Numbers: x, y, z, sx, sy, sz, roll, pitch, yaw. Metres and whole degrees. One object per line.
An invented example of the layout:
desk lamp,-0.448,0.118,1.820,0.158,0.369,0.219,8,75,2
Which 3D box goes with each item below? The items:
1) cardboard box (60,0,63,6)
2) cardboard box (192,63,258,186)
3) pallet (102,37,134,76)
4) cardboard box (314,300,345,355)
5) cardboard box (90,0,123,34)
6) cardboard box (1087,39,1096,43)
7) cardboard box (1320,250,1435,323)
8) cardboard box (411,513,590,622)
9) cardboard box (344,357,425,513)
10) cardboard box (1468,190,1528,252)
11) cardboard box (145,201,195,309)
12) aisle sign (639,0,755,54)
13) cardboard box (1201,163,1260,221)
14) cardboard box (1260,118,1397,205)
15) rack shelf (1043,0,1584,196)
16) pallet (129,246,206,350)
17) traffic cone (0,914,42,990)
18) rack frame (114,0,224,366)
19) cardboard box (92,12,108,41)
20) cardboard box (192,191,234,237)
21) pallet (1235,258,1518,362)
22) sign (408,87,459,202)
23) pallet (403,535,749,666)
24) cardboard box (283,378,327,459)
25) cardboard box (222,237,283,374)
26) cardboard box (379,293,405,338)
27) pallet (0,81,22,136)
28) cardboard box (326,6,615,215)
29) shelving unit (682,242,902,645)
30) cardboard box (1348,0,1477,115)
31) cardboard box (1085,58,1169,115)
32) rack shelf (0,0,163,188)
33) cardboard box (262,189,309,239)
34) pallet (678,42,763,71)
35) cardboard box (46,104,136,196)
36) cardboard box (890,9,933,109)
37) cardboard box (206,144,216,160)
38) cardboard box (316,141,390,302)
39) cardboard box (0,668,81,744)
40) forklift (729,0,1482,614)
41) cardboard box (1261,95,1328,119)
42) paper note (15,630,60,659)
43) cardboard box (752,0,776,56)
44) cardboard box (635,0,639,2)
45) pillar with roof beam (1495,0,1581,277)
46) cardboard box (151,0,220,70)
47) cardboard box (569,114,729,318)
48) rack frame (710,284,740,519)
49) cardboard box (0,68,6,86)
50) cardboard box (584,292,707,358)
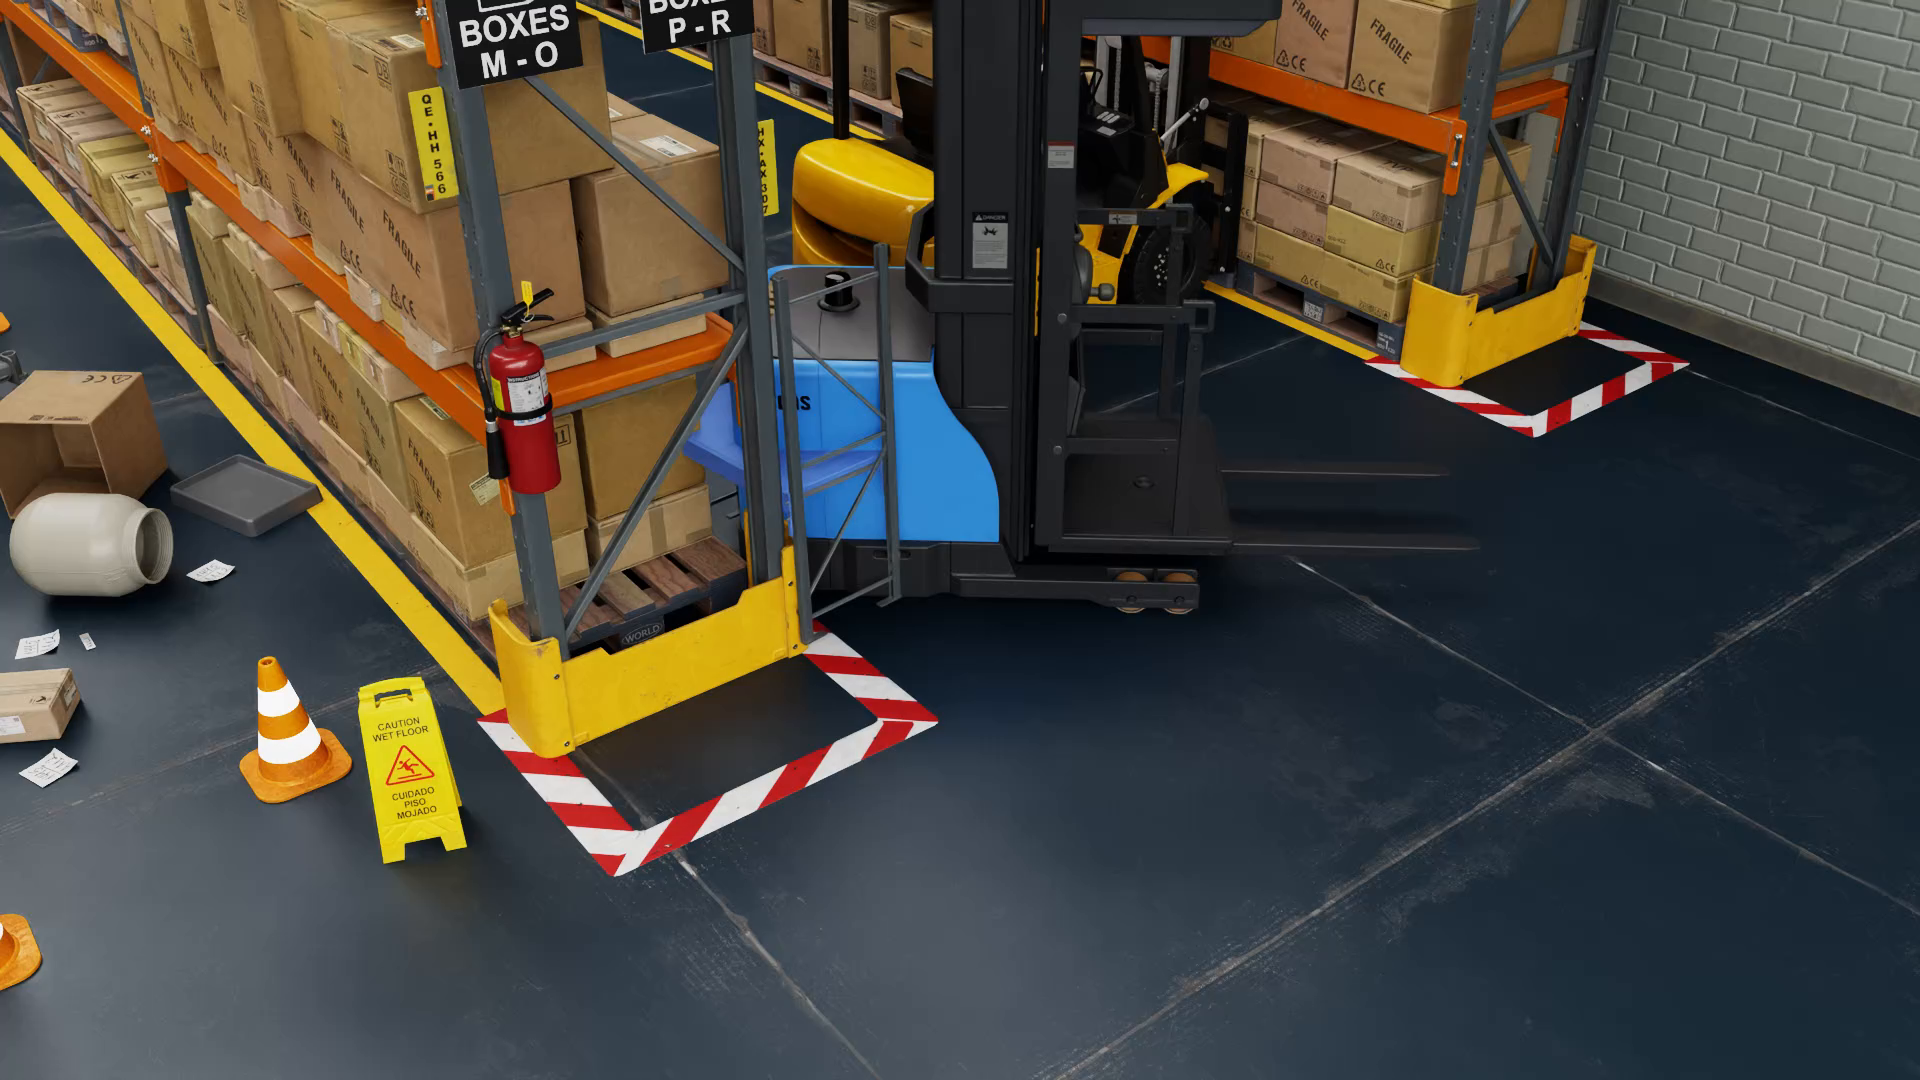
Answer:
cardboard box,-4.691,-2.997,9.073,0.380,0.149,0.250,-22,38,-31
cardboard box,-2.870,-1.851,7.010,0.500,0.500,0.500,-23,38,-32
pallet,-3.897,-2.655,8.863,1.003,0.211,1.213,-22,38,-31
cardboard box,-2.378,-0.905,6.746,0.380,0.149,0.250,-21,37,-29
cardboard box,-4.008,-2.836,8.198,0.500,0.500,0.500,-23,39,-32
cardboard box,1.152,-3.064,10.601,0.500,0.250,0.500,-23,38,-32
cardboard box,2.290,-1.415,8.893,0.500,0.250,0.500,-22,38,-31
cardboard box,-1.814,0.026,6.572,0.500,0.250,0.500,-22,38,-32
cardboard box,-2.111,-0.498,6.706,0.500,0.500,0.500,-21,37,-30
cardboard box,2.704,-1.797,9.034,0.500,0.250,0.500,-21,38,-31
cardboard box,-3.867,-1.650,9.157,0.950,0.372,0.625,-22,38,-31
aisle sign,-0.808,-1.882,4.973,0.394,0.787,0.004,-22,38,-31
cardboard box,1.650,-2.056,9.452,0.500,0.250,0.500,-23,39,-32
cardboard box,1.981,-2.048,8.965,0.500,0.250,0.500,-22,38,-31
rack shelf,1.602,-2.839,9.659,1.077,0.370,4.000,-22,38,-31
pallet,-4.022,-1.510,9.481,1.003,0.211,1.213,-22,38,-31
traffic cone,-3.042,1.113,5.019,0.336,0.463,0.334,-22,38,-31
rack frame,-3.544,-2.370,8.224,1.000,3.000,0.127,-22,38,-31
cardboard box,-4.225,-2.683,8.567,0.380,0.149,0.250,-24,39,-33
cardboard box,-3.366,-1.570,7.818,0.380,0.149,0.250,-22,38,-31
pallet,2.326,-1.432,9.355,1.003,0.211,1.213,-22,38,-31
sign,-1.541,-1.158,4.875,0.100,0.325,0.005,-22,38,-31
pallet,-1.608,0.100,6.890,1.003,0.211,1.213,-22,38,-31
cardboard box,-2.731,-0.608,7.595,0.500,0.250,0.500,-23,38,-32
cardboard box,-3.057,-1.147,7.751,0.500,0.500,0.500,-21,37,-30
cardboard box,-1.872,-0.867,6.041,0.380,0.149,0.250,-23,39,-32
pallet,-6.420,-3.206,12.212,1.003,0.211,1.213,-22,38,-31
cardboard box,-1.576,-1.439,5.400,0.700,0.500,0.500,-23,39,-33
shelving unit,-0.788,-0.514,6.549,0.538,1.500,1.048,-26,38,-36
cardboard box,2.319,-2.473,8.295,0.500,0.500,0.500,-23,39,-32
cardboard box,1.044,-2.690,9.998,0.500,0.250,0.500,-21,37,-30
rack shelf,-4.770,-2.898,9.755,1.077,0.370,4.000,-22,38,-31
cardboard box,-2.650,-1.397,6.894,0.380,0.149,0.250,-22,38,-32
pallet,-1.604,-4.105,13.659,1.003,0.211,1.213,-22,38,-31
cardboard box,-5.199,-2.556,10.615,0.950,0.372,0.625,-23,39,-32
cardboard box,0.046,-3.361,11.672,0.875,0.625,0.625,-20,37,-29
cardboard box,-3.221,-1.839,7.606,0.380,0.149,0.250,-22,38,-32
cardboard box,-1.945,-1.219,5.994,0.500,0.500,0.500,-22,38,-31
cardboard box,-3.490,0.615,6.118,0.380,0.149,0.250,-4,32,-7
forklift,0.628,-1.232,6.455,3.031,2.935,1.130,1,32,2
cardboard box,2.075,-2.426,9.574,0.500,0.250,0.500,-23,38,-32
paper note,-3.645,0.410,6.571,0.148,0.019,0.142,-10,33,-15
cardboard box,-1.299,-4.280,13.152,0.875,0.625,0.625,-21,37,-30
cardboard box,-2.507,-4.868,14.216,0.500,0.500,0.500,-21,38,-30
pillar with roof beam,-0.288,-4.048,5.239,9.100,9.000,0.400,-22,38,-31
cardboard box,-2.863,-2.273,6.742,0.700,0.500,0.500,-23,39,-32
cardboard box,-1.162,-1.159,5.897,0.500,0.500,0.500,-23,39,-32
rack frame,-1.136,-0.696,6.872,0.500,1.500,0.032,-26,38,-36
cardboard box,-6.898,-4.001,12.465,0.875,0.875,0.875,-22,38,-31
cardboard box,-1.135,-0.805,5.942,0.380,0.149,0.250,-22,38,-31
